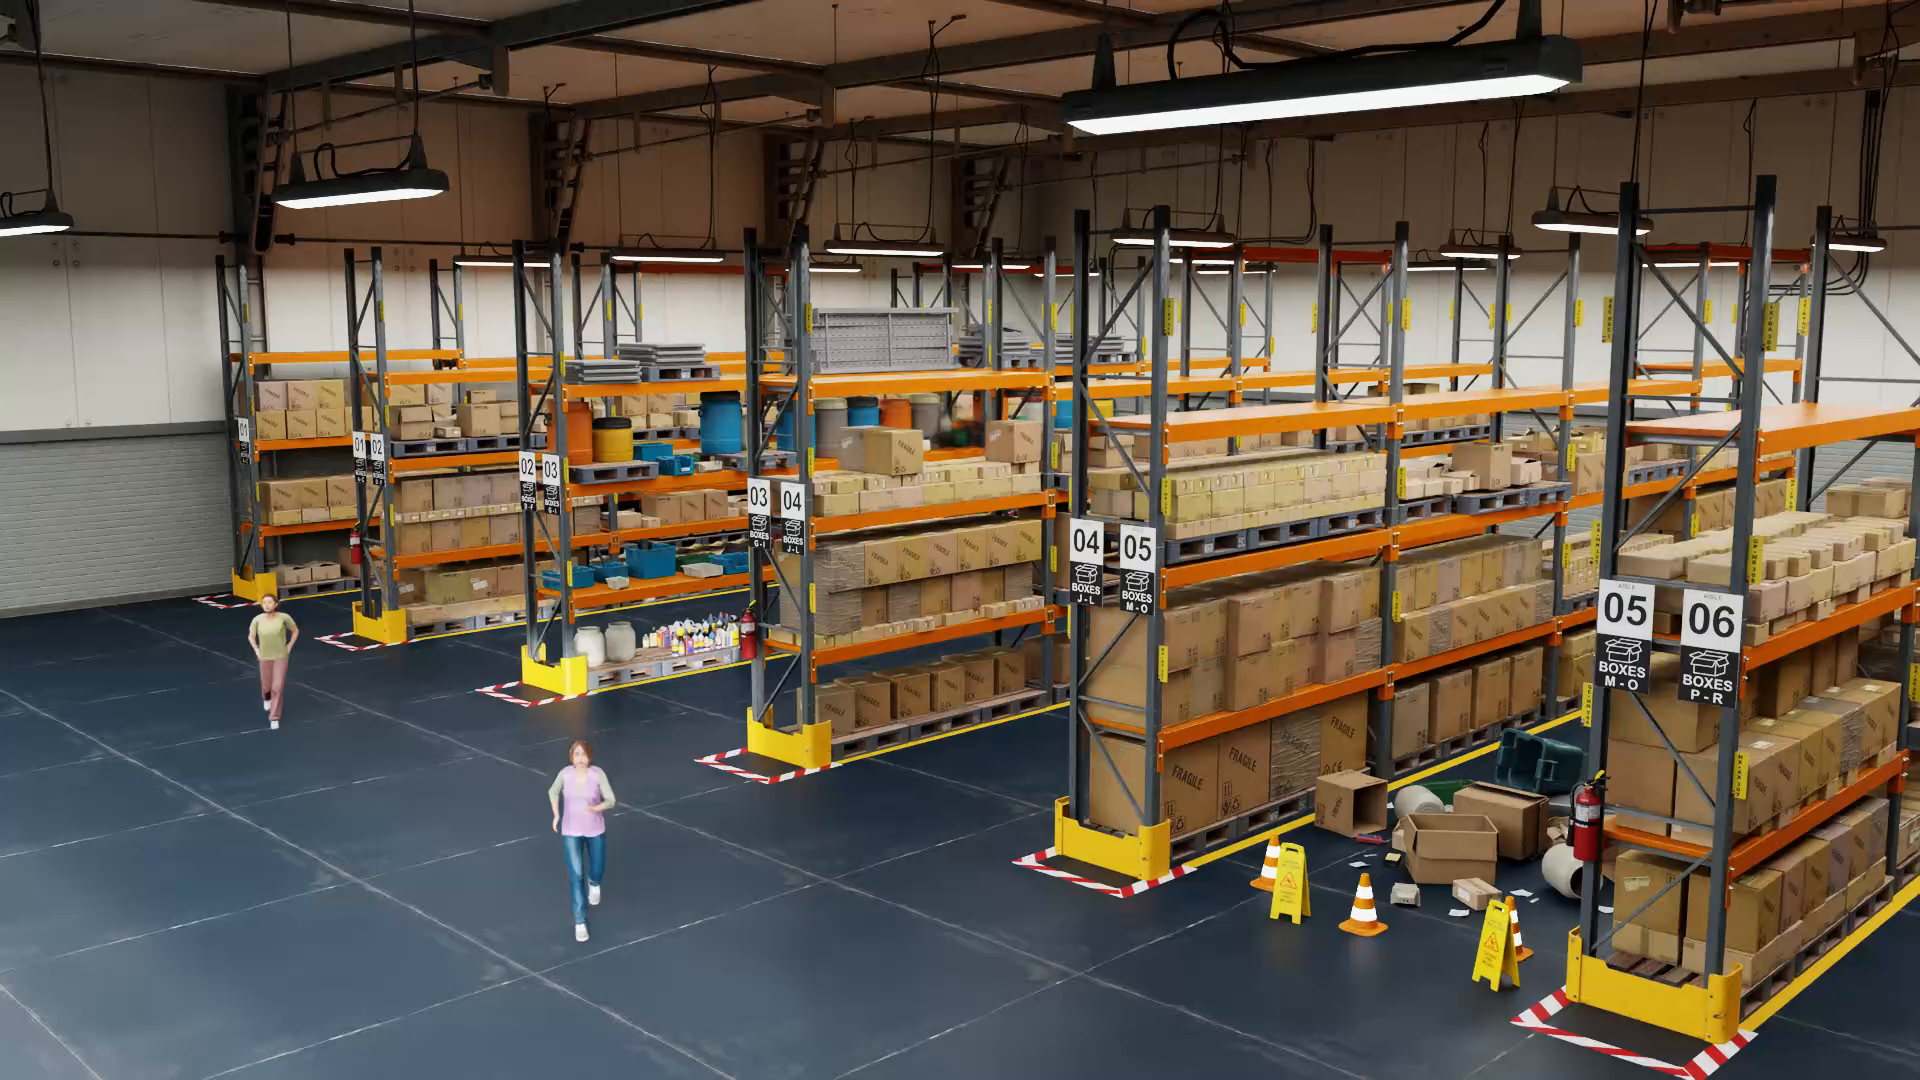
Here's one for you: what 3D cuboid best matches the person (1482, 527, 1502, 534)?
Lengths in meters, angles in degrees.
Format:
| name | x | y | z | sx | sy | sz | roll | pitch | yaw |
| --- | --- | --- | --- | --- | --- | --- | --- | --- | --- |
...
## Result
| name | x | y | z | sx | sy | sz | roll | pitch | yaw |
| --- | --- | --- | --- | --- | --- | --- | --- | --- | --- |
| person | 9.988 | -0.113 | 31.443 | 0.660 | 1.686 | 0.594 | -4 | 9 | -24 |

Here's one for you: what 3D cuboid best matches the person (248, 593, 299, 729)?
| name | x | y | z | sx | sy | sz | roll | pitch | yaw |
| --- | --- | --- | --- | --- | --- | --- | --- | --- | --- |
| person | -8.473 | 1.462 | 20.577 | 0.584 | 1.652 | 0.722 | -2 | 8 | -16 |

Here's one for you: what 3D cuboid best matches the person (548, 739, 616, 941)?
| name | x | y | z | sx | sy | sz | roll | pitch | yaw |
| --- | --- | --- | --- | --- | --- | --- | --- | --- | --- |
| person | -3.126 | 2.424 | 13.790 | 0.542 | 1.579 | 0.886 | -2 | 8 | -12 |

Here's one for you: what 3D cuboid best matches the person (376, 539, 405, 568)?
| name | x | y | z | sx | sy | sz | roll | pitch | yaw |
| --- | --- | --- | --- | --- | --- | --- | --- | --- | --- |
| person | -9.324 | 0.379 | 27.658 | 0.674 | 1.823 | 0.730 | 5 | 10 | 33 |
